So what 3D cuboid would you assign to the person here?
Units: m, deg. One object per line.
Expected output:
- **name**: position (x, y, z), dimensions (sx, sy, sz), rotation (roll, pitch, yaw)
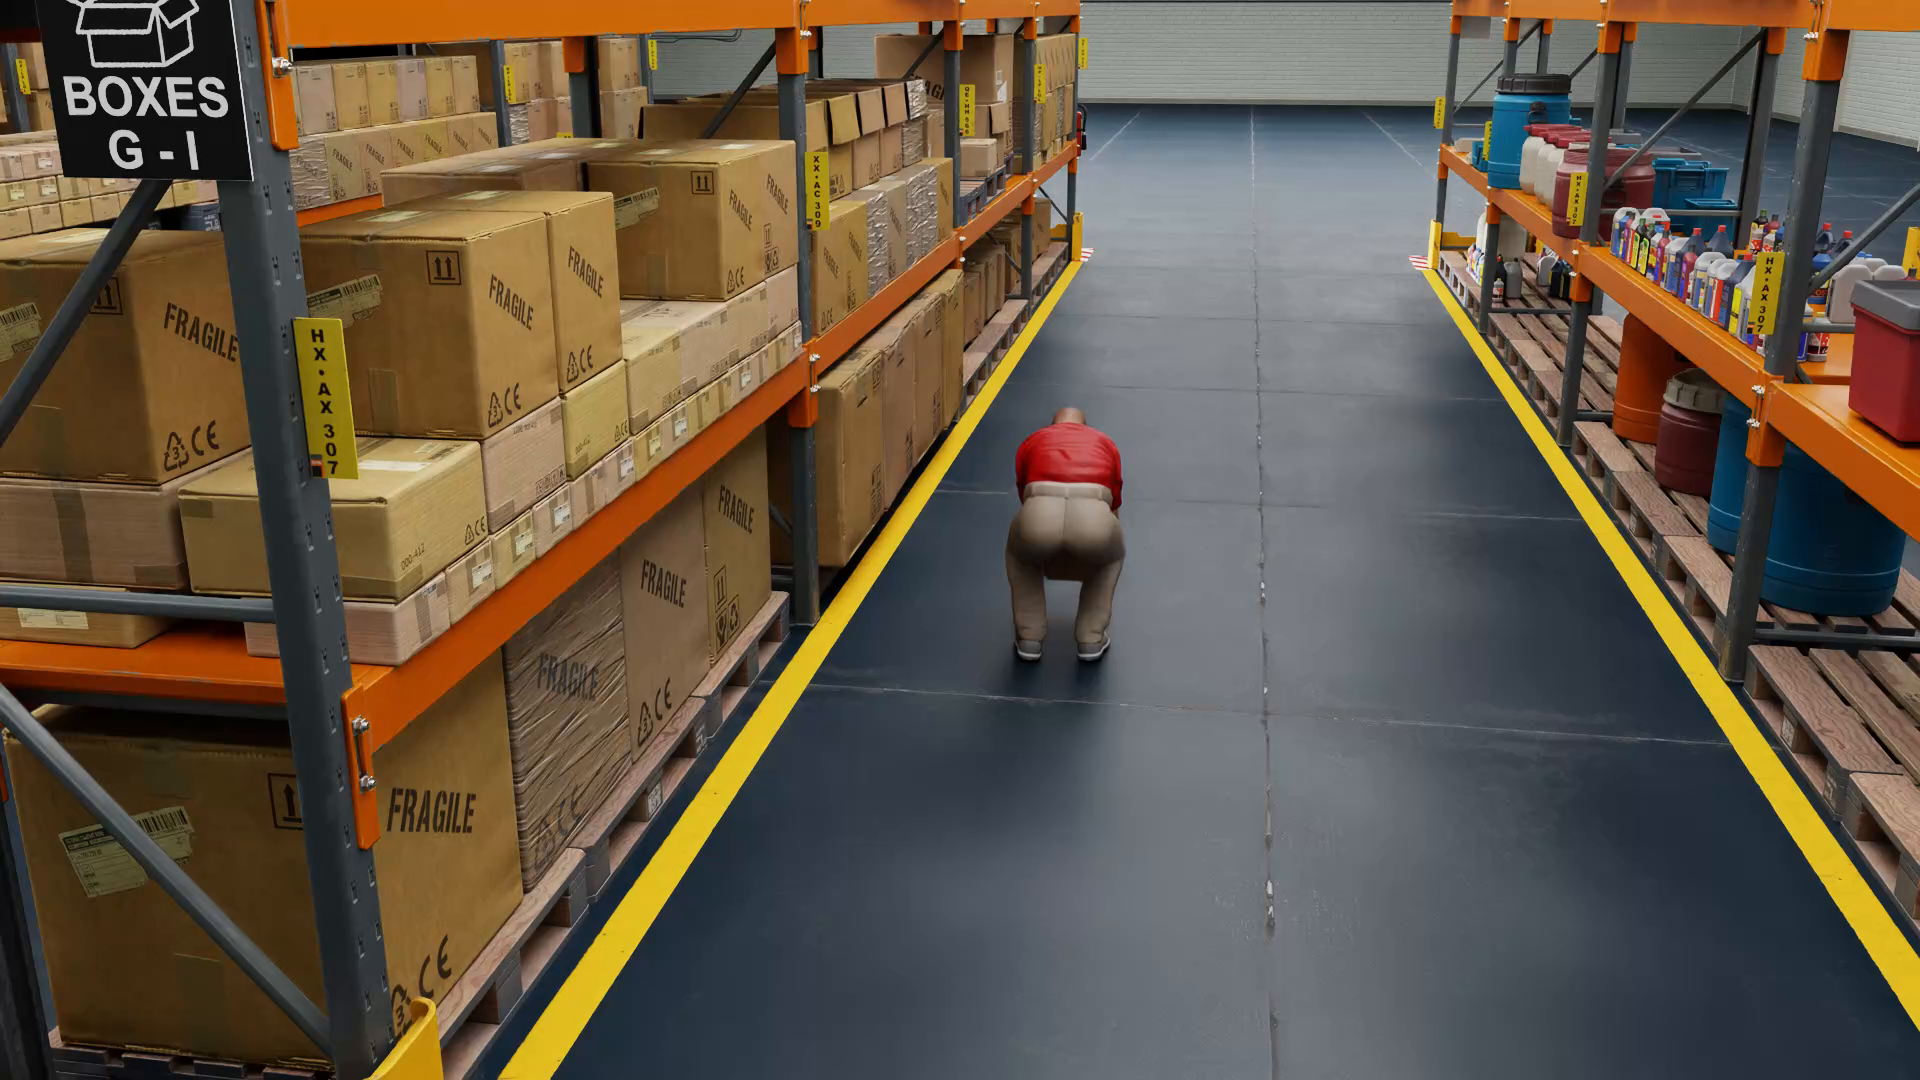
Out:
- **person**: position (0.468, -0.018, 7.360), dimensions (0.536, 0.987, 0.934), rotation (2, 18, 6)
